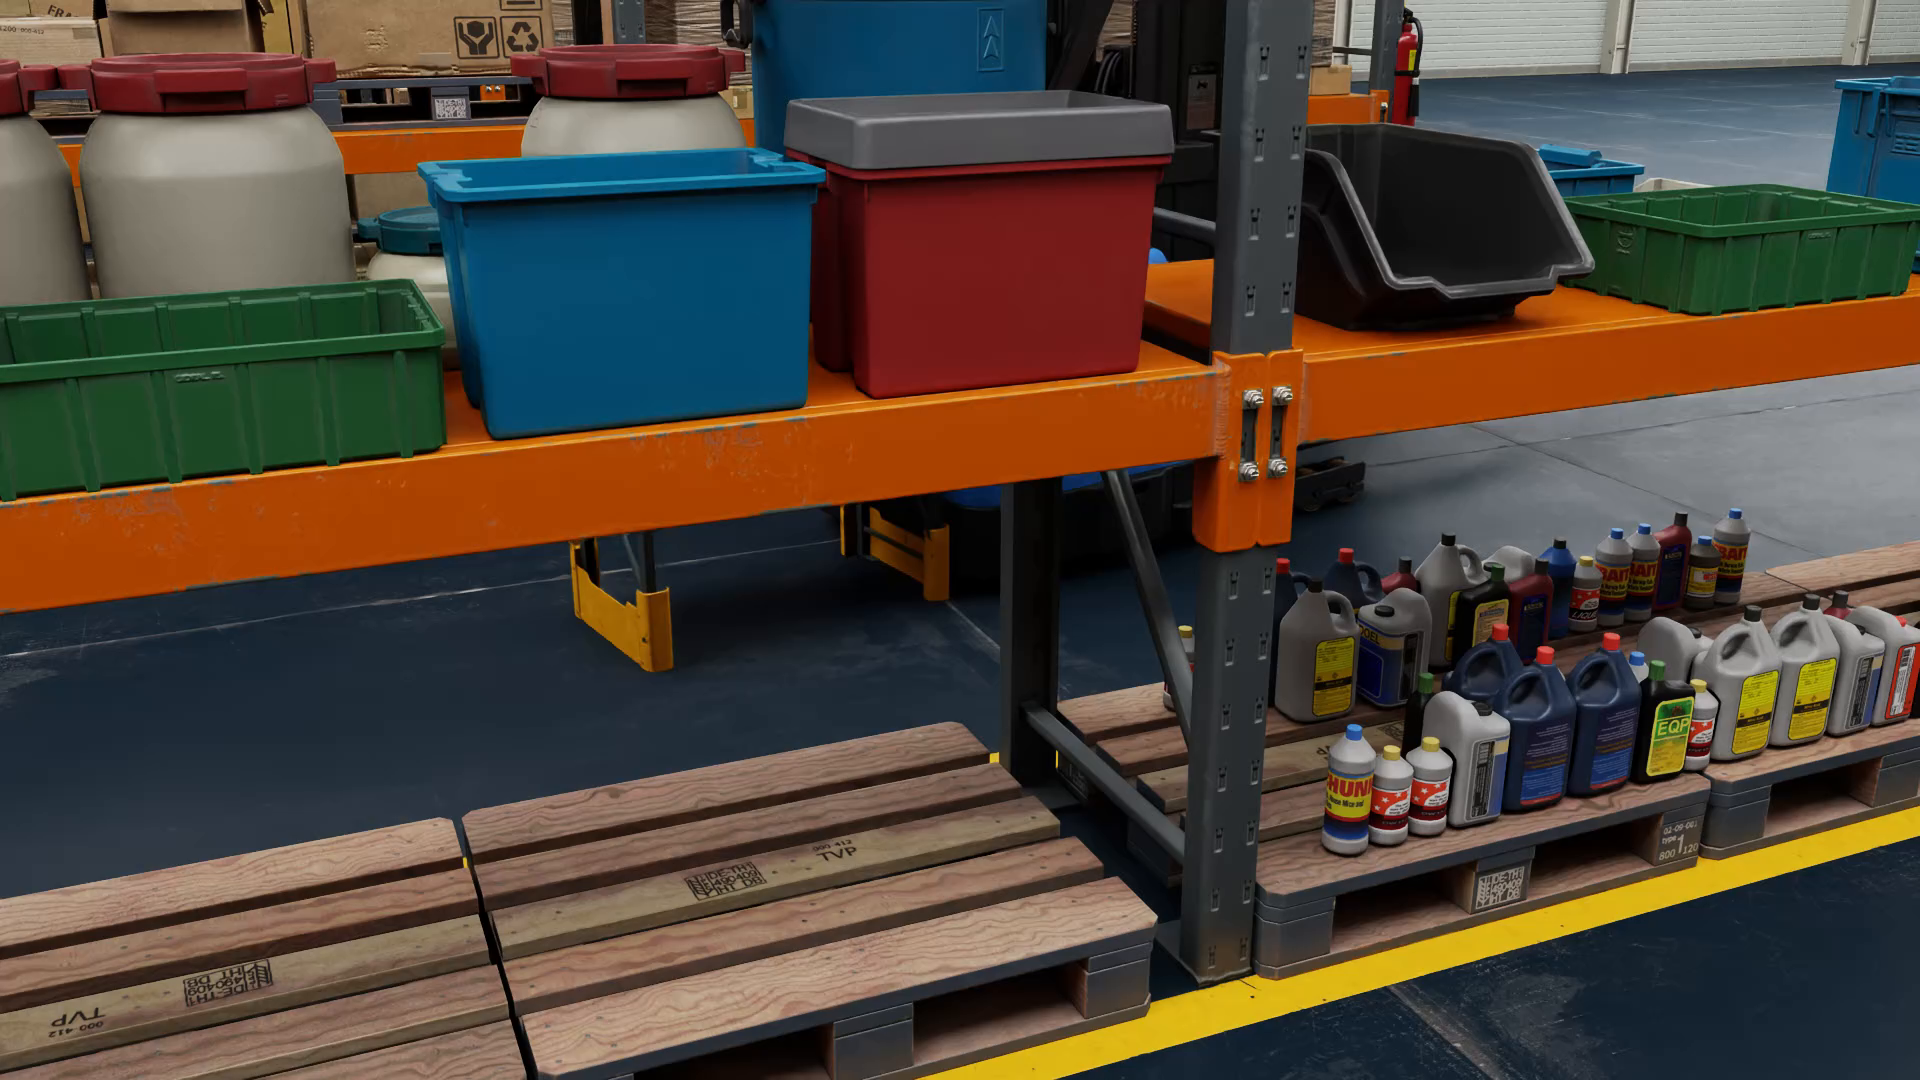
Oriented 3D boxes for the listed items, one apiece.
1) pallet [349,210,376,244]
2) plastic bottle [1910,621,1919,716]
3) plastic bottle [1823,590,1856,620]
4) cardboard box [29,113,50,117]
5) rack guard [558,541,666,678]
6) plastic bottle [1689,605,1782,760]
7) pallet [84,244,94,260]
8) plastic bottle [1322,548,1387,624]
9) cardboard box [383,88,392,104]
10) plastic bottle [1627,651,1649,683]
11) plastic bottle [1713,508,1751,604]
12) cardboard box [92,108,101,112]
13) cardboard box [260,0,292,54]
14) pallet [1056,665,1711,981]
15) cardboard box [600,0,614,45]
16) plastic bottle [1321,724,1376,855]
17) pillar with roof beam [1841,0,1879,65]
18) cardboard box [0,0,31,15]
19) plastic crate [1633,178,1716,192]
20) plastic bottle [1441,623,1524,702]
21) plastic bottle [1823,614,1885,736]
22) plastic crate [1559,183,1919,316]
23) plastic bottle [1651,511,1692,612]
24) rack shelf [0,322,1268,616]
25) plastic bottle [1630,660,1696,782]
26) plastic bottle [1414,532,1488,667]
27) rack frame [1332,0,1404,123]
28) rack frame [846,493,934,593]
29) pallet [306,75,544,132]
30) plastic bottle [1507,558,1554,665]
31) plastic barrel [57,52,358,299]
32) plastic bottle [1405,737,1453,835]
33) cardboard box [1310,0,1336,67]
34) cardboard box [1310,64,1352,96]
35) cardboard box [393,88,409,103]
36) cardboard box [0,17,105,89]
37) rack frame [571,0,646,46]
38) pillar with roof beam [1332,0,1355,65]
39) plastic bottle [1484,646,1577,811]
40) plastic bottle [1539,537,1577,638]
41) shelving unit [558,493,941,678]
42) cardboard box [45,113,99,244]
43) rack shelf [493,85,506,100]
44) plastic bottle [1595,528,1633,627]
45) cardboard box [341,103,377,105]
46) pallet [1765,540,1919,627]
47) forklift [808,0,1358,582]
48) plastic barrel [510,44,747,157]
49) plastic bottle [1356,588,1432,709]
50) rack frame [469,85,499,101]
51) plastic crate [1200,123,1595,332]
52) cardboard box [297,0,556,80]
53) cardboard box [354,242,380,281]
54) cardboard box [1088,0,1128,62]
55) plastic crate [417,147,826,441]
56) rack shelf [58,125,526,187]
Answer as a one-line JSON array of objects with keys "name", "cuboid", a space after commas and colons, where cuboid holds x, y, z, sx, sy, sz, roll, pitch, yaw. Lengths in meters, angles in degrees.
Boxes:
[{"name": "pallet", "cuboid": [-4.162, -2.252, 12.100, 1.213, 0.211, 1.003, -8, 21, -22]}, {"name": "plastic bottle", "cuboid": [2.411, 0.288, 4.115, 0.133, 0.283, 0.061, -8, 21, -21]}, {"name": "plastic bottle", "cuboid": [2.226, 0.260, 4.196, 0.133, 0.283, 0.061, -8, 21, -22]}, {"name": "cardboard box", "cuboid": [-8.687, -3.692, 15.315, 0.625, 0.372, 0.950, -10, 22, -26]}, {"name": "rack guard", "cuboid": [-1.066, 0.202, 5.071, 0.087, 0.250, 0.587, -13, 23, -33]}, {"name": "plastic bottle", "cuboid": [1.820, 0.326, 3.906, 0.185, 0.351, 0.144, -8, 21, -22]}, {"name": "pallet", "cuboid": [-6.402, -1.931, 11.189, 1.213, 0.211, 1.003, -8, 21, -22]}, {"name": "plastic bottle", "cuboid": [1.004, 0.188, 4.296, 0.185, 0.351, 0.144, -9, 21, -25]}, {"name": "cardboard box", "cuboid": [-6.931, -5.565, 20.819, 0.500, 0.250, 0.500, -8, 21, -21]}, {"name": "plastic bottle", "cuboid": [1.550, 0.389, 3.848, 0.097, 0.271, 0.097, 0, 19, 0]}, {"name": "plastic bottle", "cuboid": [2.235, 0.041, 4.835, 0.097, 0.271, 0.097, 0, 19, 0]}, {"name": "cardboard box", "cuboid": [-10.004, -5.419, 19.840, 0.625, 0.625, 0.875, -7, 21, -20]}, {"name": "cardboard box", "cuboid": [-4.784, -3.456, 11.170, 0.500, 0.500, 0.500, -8, 21, -21]}, {"name": "pallet", "cuboid": [0.984, 0.584, 4.045, 1.213, 0.211, 1.003, -8, 21, -22]}, {"name": "cardboard box", "cuboid": [-2.653, -3.894, 12.339, 0.550, 0.550, 0.875, -8, 21, -22]}, {"name": "plastic bottle", "cuboid": [0.817, 0.516, 3.487, 0.097, 0.271, 0.097, 0, 19, 0]}, {"name": "pillar with roof beam", "cuboid": [18.912, -12.085, 26.795, 0.400, 9.000, 9.100, -8, 21, -22]}, {"name": "cardboard box", "cuboid": [-6.171, -3.257, 10.606, 0.500, 0.500, 0.500, -8, 21, -22]}, {"name": "plastic crate", "cuboid": [1.741, -0.822, 4.237, 0.437, 0.136, 0.530, -8, 21, -22]}, {"name": "plastic bottle", "cuboid": [1.199, 0.363, 3.801, 0.185, 0.351, 0.144, -8, 21, -22]}, {"name": "plastic bottle", "cuboid": [2.141, 0.314, 4.053, 0.135, 0.276, 0.152, -9, 21, -23]}, {"name": "plastic crate", "cuboid": [1.709, -0.648, 3.665, 0.662, 0.188, 0.450, -8, 21, -22]}, {"name": "plastic bottle", "cuboid": [2.020, 0.060, 4.764, 0.133, 0.283, 0.061, -8, 21, -21]}, {"name": "rack shelf", "cuboid": [-1.486, -0.053, 2.740, 4.000, 0.370, 1.077, -8, 21, -22]}, {"name": "plastic bottle", "cuboid": [1.597, 0.405, 3.784, 0.133, 0.283, 0.061, -7, 21, -20]}, {"name": "plastic bottle", "cuboid": [1.300, 0.146, 4.417, 0.185, 0.351, 0.144, -8, 21, -22]}, {"name": "rack frame", "cuboid": [2.061, -2.692, 9.152, 0.127, 3.000, 1.000, -8, 21, -22]}, {"name": "rack frame", "cuboid": [-0.241, -0.584, 5.421, 0.032, 1.500, 0.500, -13, 23, -33]}, {"name": "pallet", "cuboid": [-2.371, -2.019, 7.529, 1.213, 0.211, 1.003, -8, 21, -22]}, {"name": "plastic bottle", "cuboid": [1.494, 0.190, 4.393, 0.133, 0.283, 0.061, -8, 21, -22]}, {"name": "plastic barrel", "cuboid": [-1.289, -0.564, 2.903, 0.433, 0.535, 0.433, 0, 19, 0]}, {"name": "plastic bottle", "cuboid": [1.003, 0.522, 3.575, 0.097, 0.201, 0.097, 0, 19, 0]}, {"name": "cardboard box", "cuboid": [1.546, -2.816, 8.904, 0.500, 0.500, 0.875, -8, 21, -22]}, {"name": "cardboard box", "cuboid": [1.882, -2.473, 8.908, 0.250, 0.149, 0.380, -8, 21, -22]}, {"name": "cardboard box", "cuboid": [-4.804, -3.827, 14.999, 0.500, 0.500, 0.500, -8, 21, -22]}, {"name": "cardboard box", "cuboid": [-3.654, -1.917, 6.545, 0.500, 0.250, 0.500, -9, 21, -23]}, {"name": "rack frame", "cuboid": [-1.611, -2.166, 7.657, 0.127, 3.000, 1.000, -8, 21, -22]}, {"name": "pillar with roof beam", "cuboid": [7.894, -10.506, 22.311, 0.400, 9.000, 9.100, -8, 21, -22]}, {"name": "plastic bottle", "cuboid": [1.256, 0.407, 3.677, 0.185, 0.351, 0.144, -8, 21, -20]}, {"name": "plastic bottle", "cuboid": [1.642, 0.126, 4.593, 0.097, 0.271, 0.097, 0, 19, 0]}, {"name": "shelving unit", "cuboid": [-0.662, -0.483, 5.137, 1.083, 1.500, 0.587, -13, 23, -33]}, {"name": "cardboard box", "cuboid": [-5.760, -2.471, 11.279, 0.750, 0.750, 1.050, -8, 21, -21]}, {"name": "rack shelf", "cuboid": [-1.647, -3.616, 12.857, 4.000, 0.370, 1.077, -8, 21, -22]}, {"name": "plastic bottle", "cuboid": [1.829, 0.099, 4.669, 0.097, 0.271, 0.097, 0, 19, 0]}, {"name": "cardboard box", "cuboid": [-6.017, -4.077, 16.409, 0.625, 0.372, 0.950, -8, 21, -21]}, {"name": "pallet", "cuboid": [3.224, 0.263, 4.957, 1.213, 0.211, 1.003, -8, 21, -22]}, {"name": "forklift", "cuboid": [0.915, -1.605, 6.168, 3.031, 2.935, 1.130, -14, 24, -35]}, {"name": "plastic barrel", "cuboid": [-0.615, -0.661, 3.177, 0.433, 0.535, 0.433, 0, 19, 0]}, {"name": "plastic bottle", "cuboid": [1.086, 0.266, 4.190, 0.135, 0.276, 0.152, -8, 21, -22]}, {"name": "rack frame", "cuboid": [-3.483, -3.692, 11.991, 0.127, 3.000, 1.000, -8, 21, -22]}, {"name": "plastic crate", "cuboid": [0.882, -0.656, 3.463, 0.504, 0.338, 0.767, -8, 21, -22]}, {"name": "cardboard box", "cuboid": [-2.396, -2.585, 7.312, 1.000, 1.000, 1.000, -8, 21, -22]}, {"name": "cardboard box", "cuboid": [-2.629, -1.063, 7.627, 0.500, 0.500, 0.700, -8, 21, -22]}, {"name": "cardboard box", "cuboid": [0.658, -2.661, 8.464, 0.500, 0.500, 0.875, -8, 21, -22]}, {"name": "plastic crate", "cuboid": [-0.539, -0.408, 2.689, 0.575, 0.384, 0.392, -8, 21, -22]}, {"name": "rack shelf", "cuboid": [-3.448, -1.564, 7.029, 4.000, 0.370, 1.077, -8, 21, -22]}]
